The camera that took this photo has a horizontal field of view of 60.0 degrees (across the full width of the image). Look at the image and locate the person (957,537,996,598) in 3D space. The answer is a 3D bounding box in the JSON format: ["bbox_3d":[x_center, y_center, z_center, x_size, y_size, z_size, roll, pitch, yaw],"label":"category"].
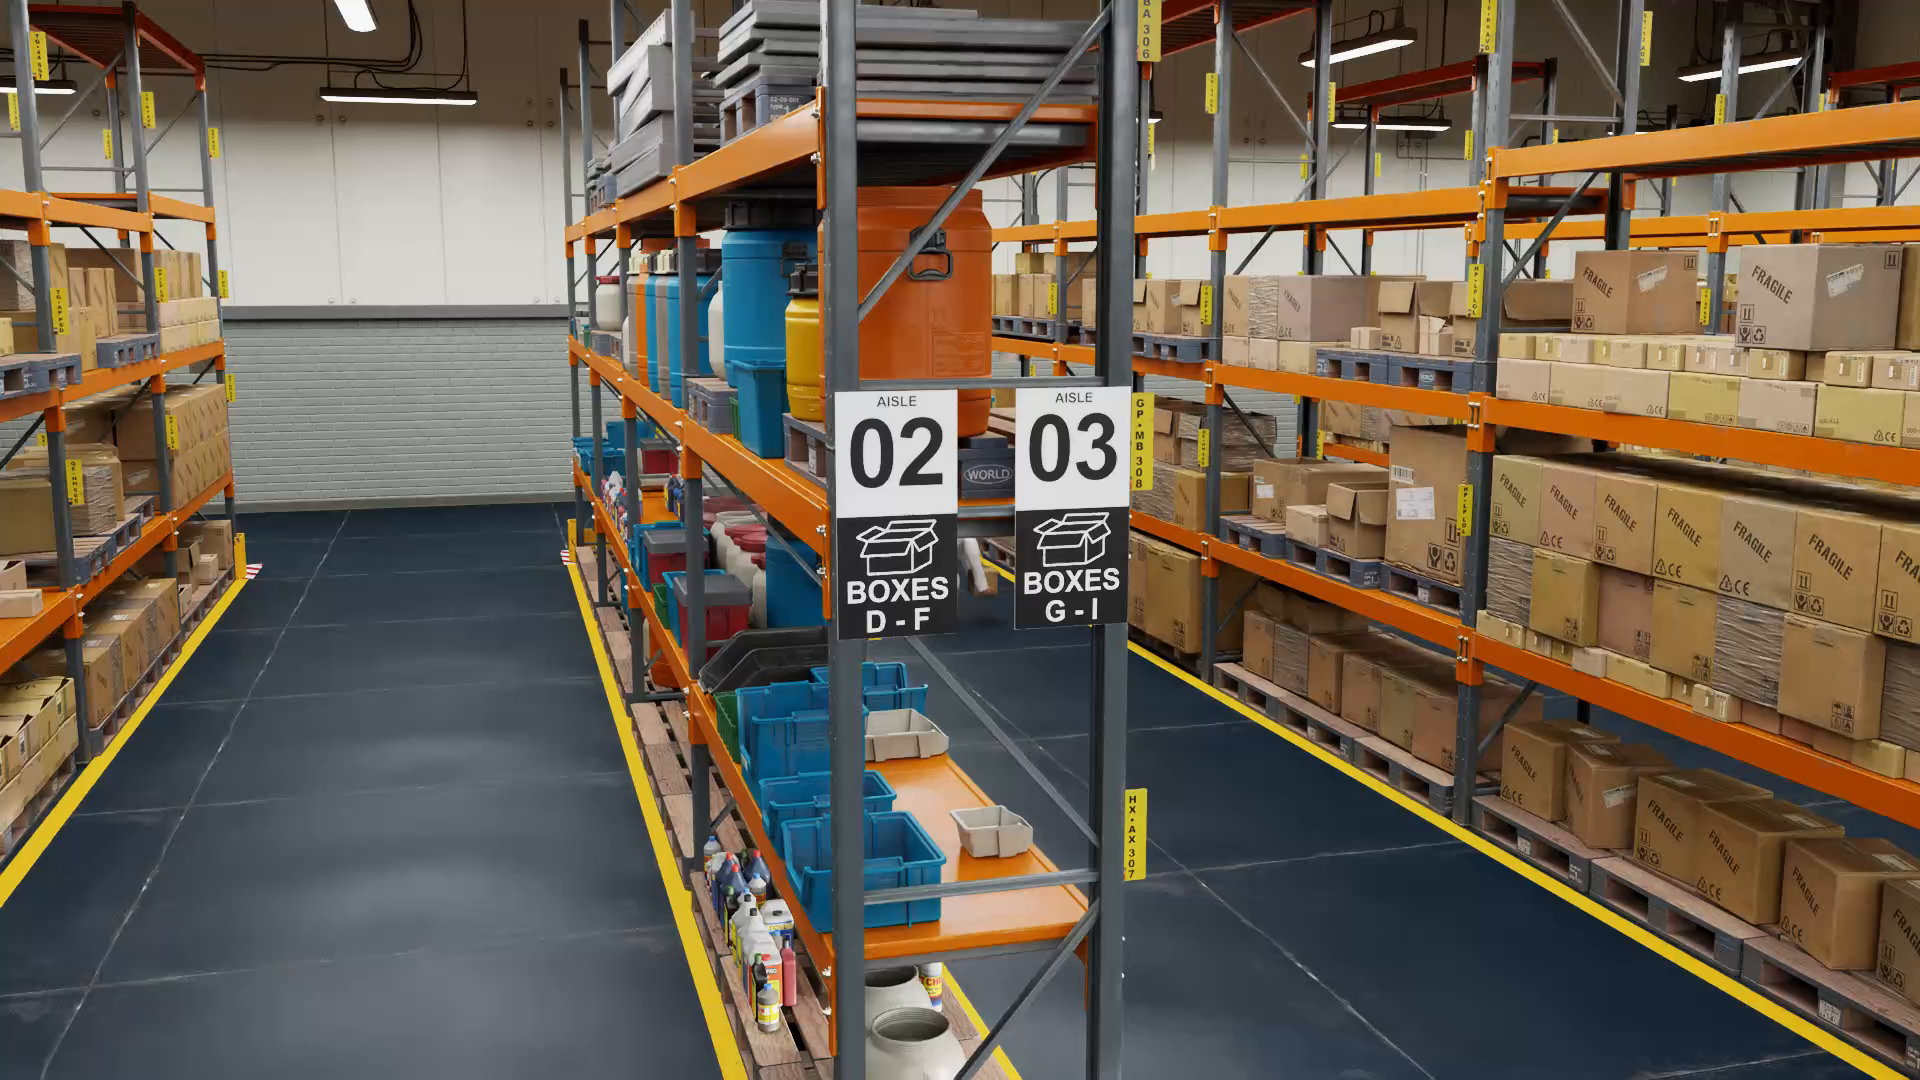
[{"bbox_3d":[-0.088,0.315,17.145,0.941,1.084,0.581,-3,10,-19],"label":"person"}]
